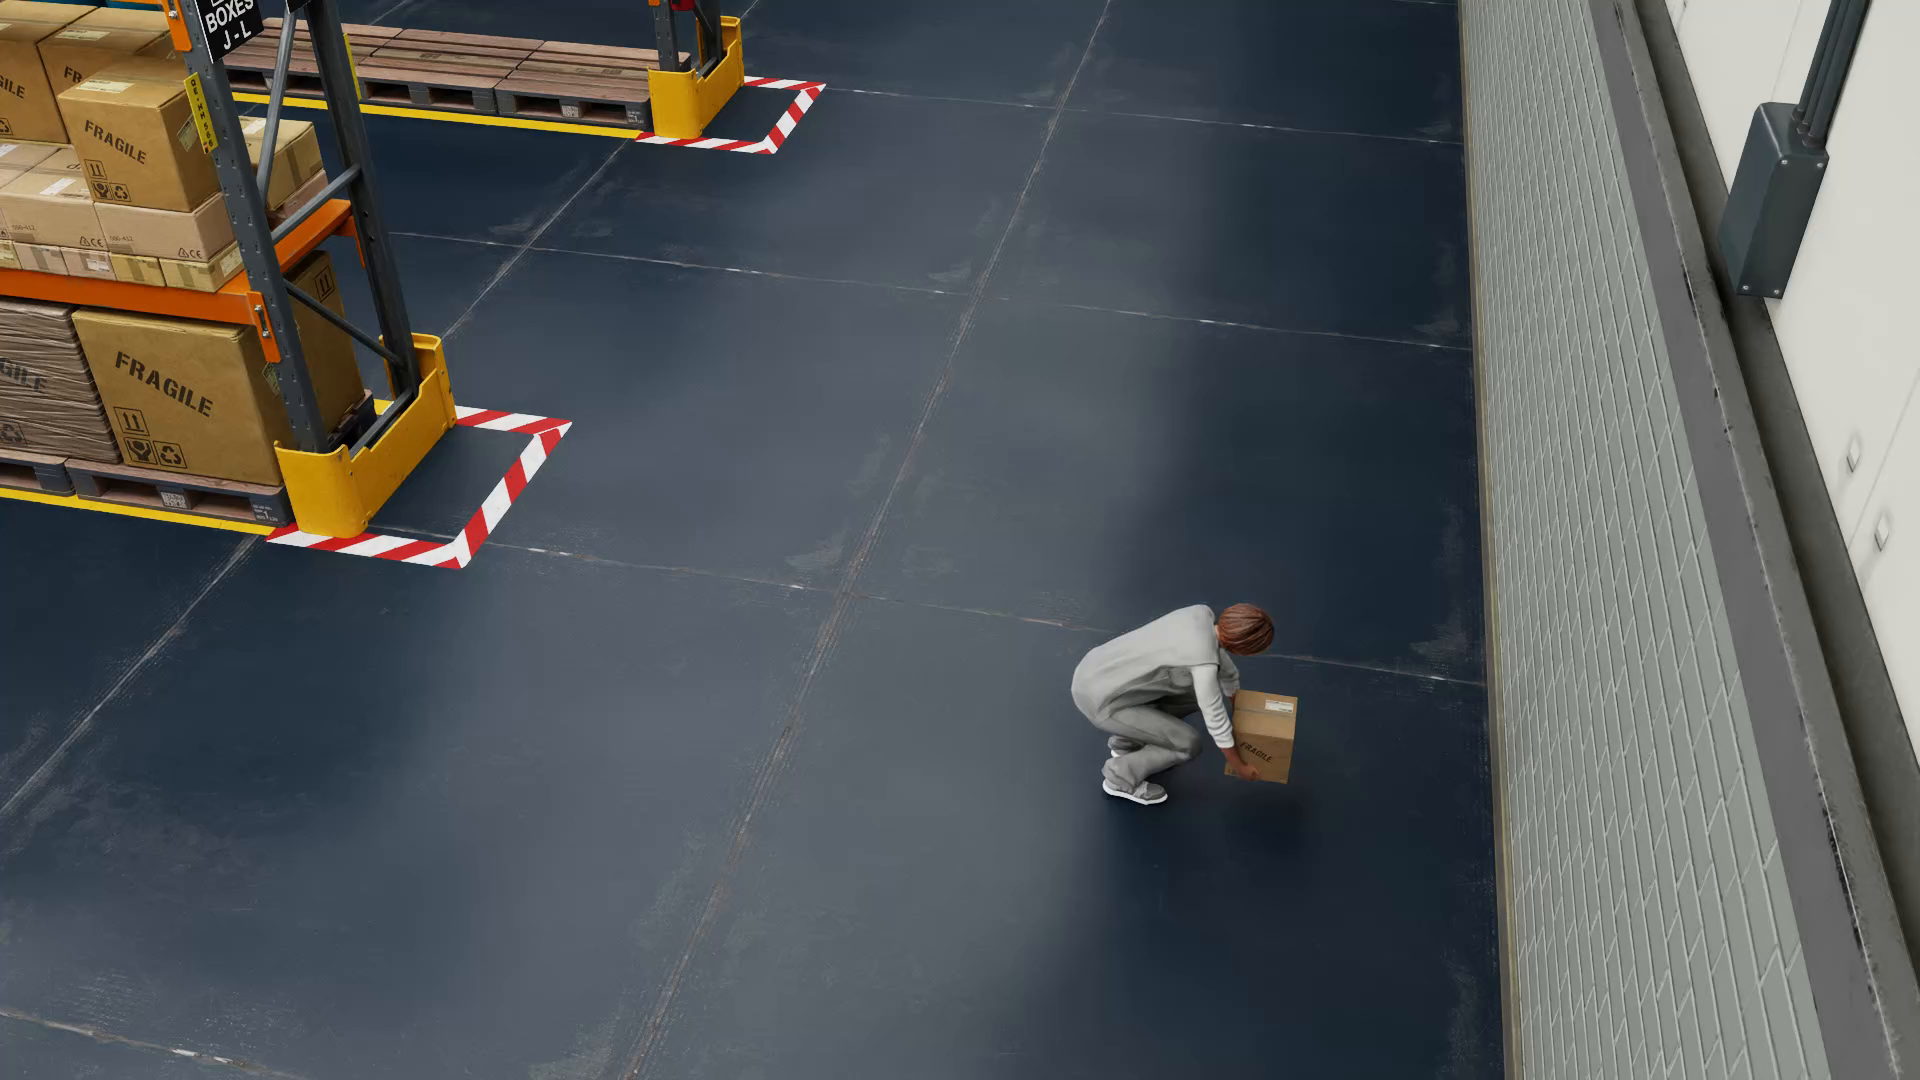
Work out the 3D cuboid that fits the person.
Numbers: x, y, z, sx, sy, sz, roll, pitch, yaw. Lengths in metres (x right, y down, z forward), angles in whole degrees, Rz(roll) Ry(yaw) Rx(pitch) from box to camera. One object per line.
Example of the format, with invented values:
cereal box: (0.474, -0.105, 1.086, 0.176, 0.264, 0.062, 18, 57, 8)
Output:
person: (0.854, 0.557, 6.663, 0.801, 0.754, 0.428, 7, 38, 10)
